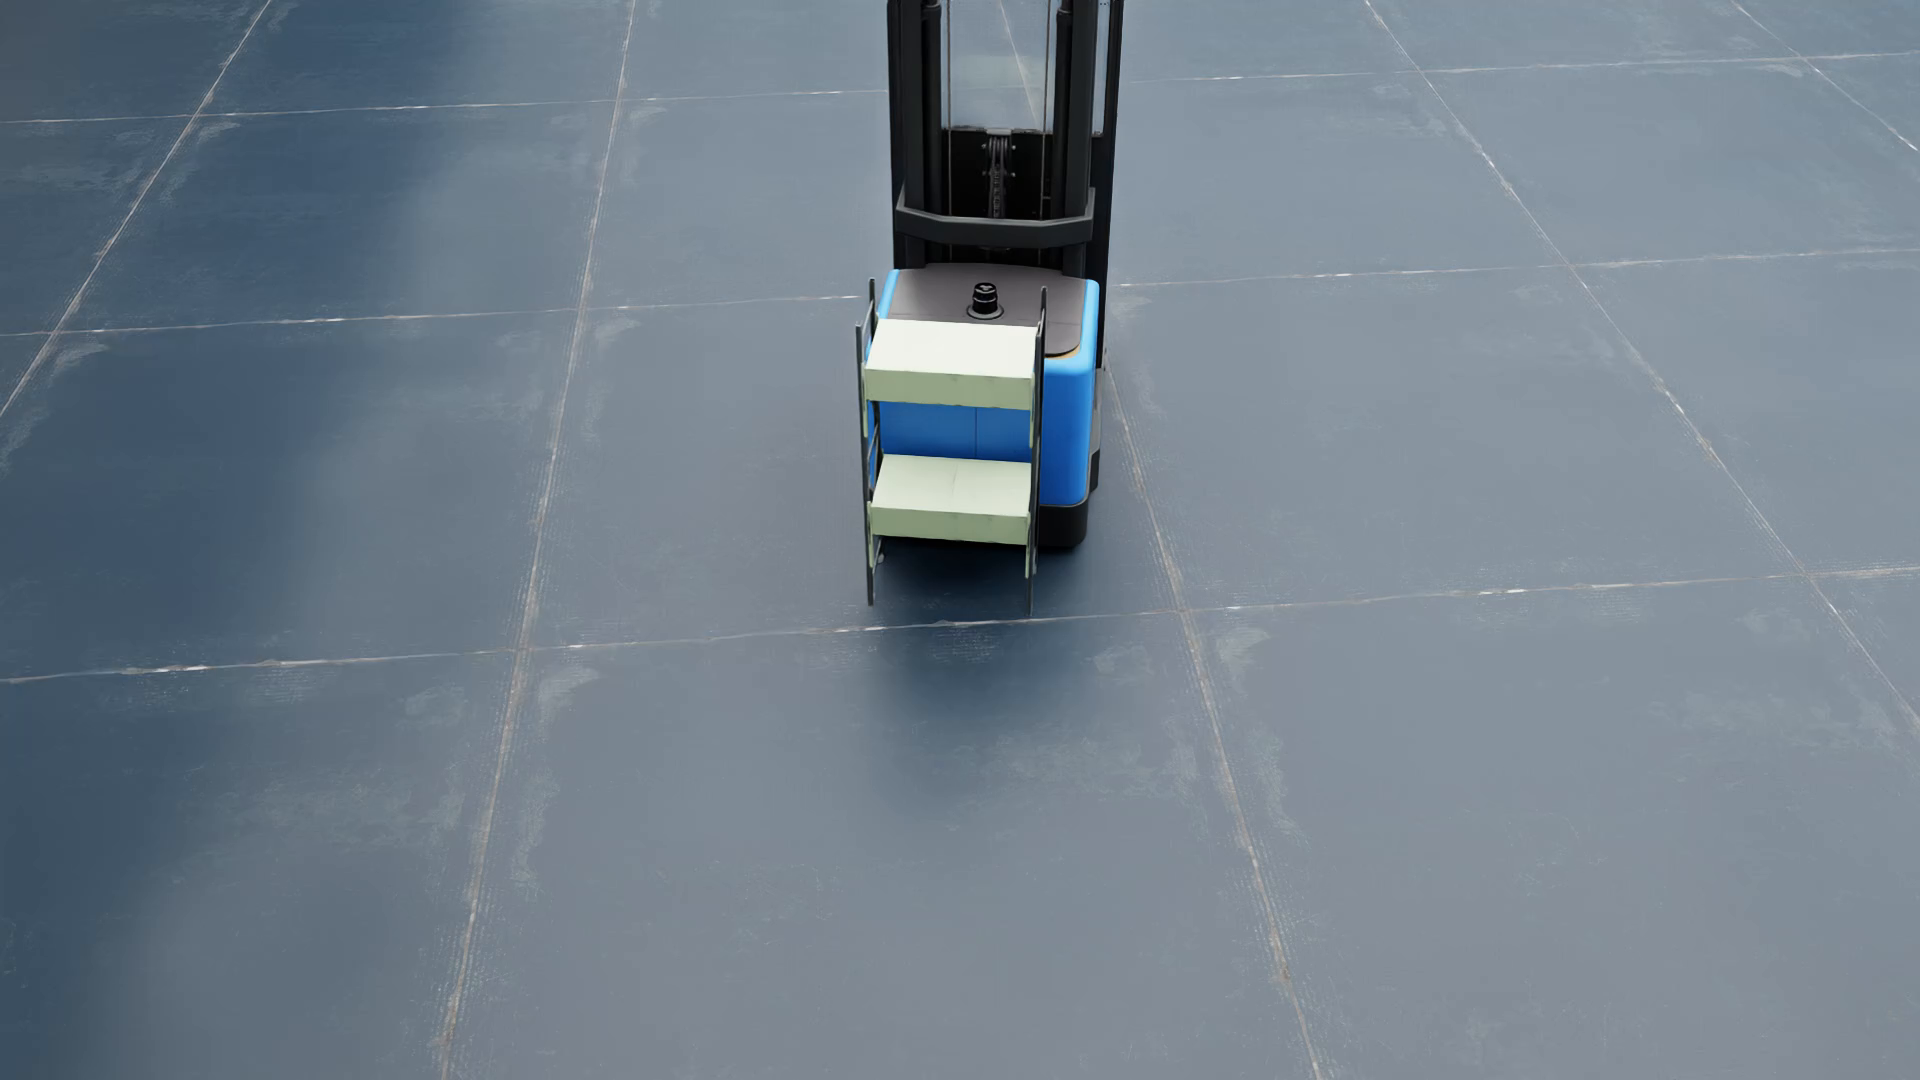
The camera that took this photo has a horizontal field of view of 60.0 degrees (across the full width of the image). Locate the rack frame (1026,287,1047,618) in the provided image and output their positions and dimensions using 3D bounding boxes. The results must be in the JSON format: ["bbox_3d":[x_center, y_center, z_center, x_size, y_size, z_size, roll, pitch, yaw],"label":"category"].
[{"bbox_3d":[0.335,-0.355,7.310,0.023,1.500,0.400,4,39,5],"label":"rack frame"}]

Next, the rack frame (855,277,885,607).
[{"bbox_3d":[-0.393,-0.403,7.372,0.023,1.500,0.400,4,39,5],"label":"rack frame"}]

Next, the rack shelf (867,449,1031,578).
[{"bbox_3d":[-0.029,-0.123,7.543,0.720,0.370,0.431,4,39,5],"label":"rack shelf"}]

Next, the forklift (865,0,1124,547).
[{"bbox_3d":[0.233,-2.020,8.266,1.130,2.935,3.031,4,38,5],"label":"forklift"}]

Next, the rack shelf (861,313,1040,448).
[{"bbox_3d":[-0.029,-0.685,7.099,0.720,0.370,0.431,4,39,5],"label":"rack shelf"}]

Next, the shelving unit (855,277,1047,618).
[{"bbox_3d":[-0.029,-0.379,7.341,0.755,1.500,0.431,4,39,5],"label":"shelving unit"}]
